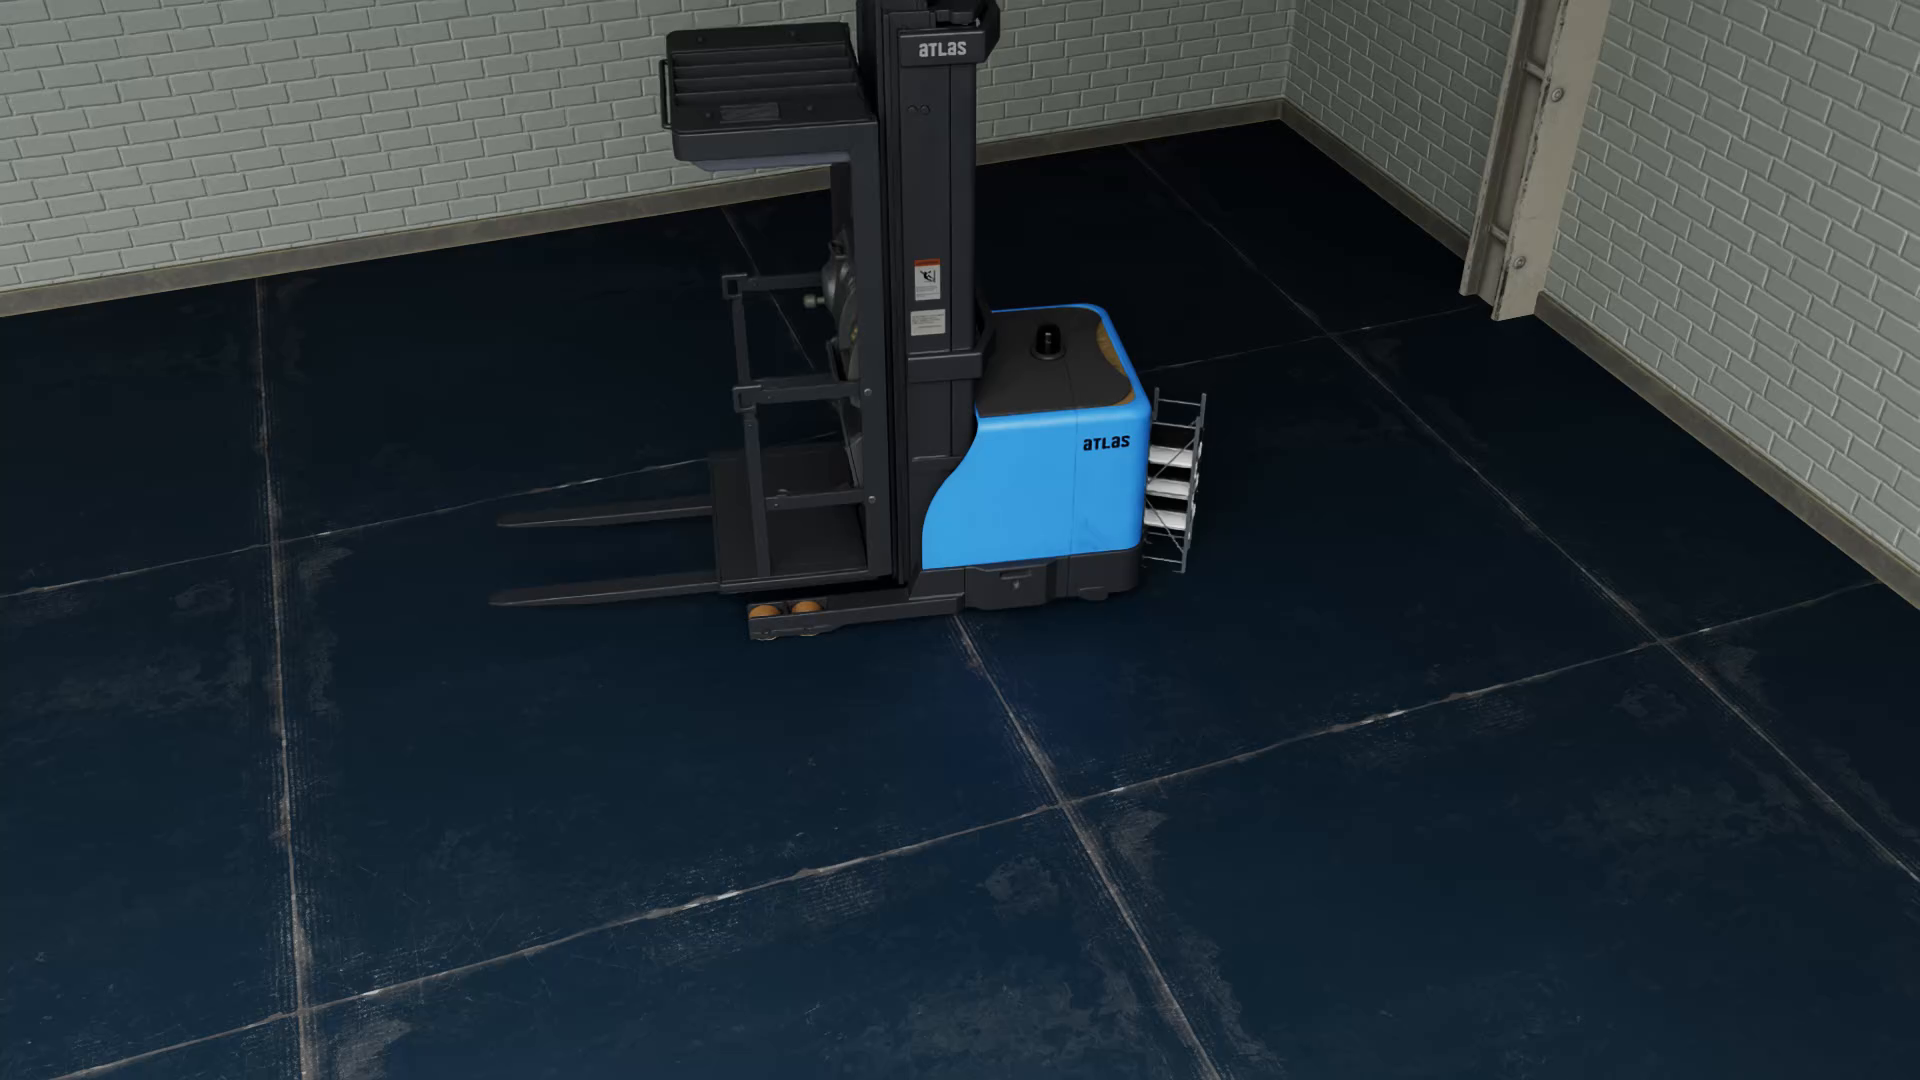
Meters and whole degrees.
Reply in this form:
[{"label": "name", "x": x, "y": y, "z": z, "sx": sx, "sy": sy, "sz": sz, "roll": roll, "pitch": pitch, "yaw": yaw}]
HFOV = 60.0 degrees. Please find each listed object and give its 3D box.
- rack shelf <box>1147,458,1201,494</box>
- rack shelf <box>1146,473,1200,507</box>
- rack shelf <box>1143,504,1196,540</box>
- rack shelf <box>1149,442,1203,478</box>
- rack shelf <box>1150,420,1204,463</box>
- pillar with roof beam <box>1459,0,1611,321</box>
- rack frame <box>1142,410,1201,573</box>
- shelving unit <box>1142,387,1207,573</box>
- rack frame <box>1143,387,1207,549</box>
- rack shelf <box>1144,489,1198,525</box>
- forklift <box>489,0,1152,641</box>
[{"label": "rack shelf", "x": 1.003, "y": -0.321, "z": 7.894, "sx": 0.258, "sy": 0.077, "sz": 0.200, "roll": 8, "pitch": 38, "yaw": 11}, {"label": "rack shelf", "x": 1.003, "y": -0.249, "z": 7.948, "sx": 0.258, "sy": 0.077, "sz": 0.200, "roll": 8, "pitch": 38, "yaw": 11}, {"label": "rack shelf", "x": 1.003, "y": -0.105, "z": 8.056, "sx": 0.258, "sy": 0.077, "sz": 0.200, "roll": 8, "pitch": 38, "yaw": 11}, {"label": "rack shelf", "x": 1.003, "y": -0.393, "z": 7.840, "sx": 0.258, "sy": 0.077, "sz": 0.200, "roll": 8, "pitch": 38, "yaw": 11}, {"label": "rack shelf", "x": 1.003, "y": -0.465, "z": 7.786, "sx": 0.258, "sy": 0.077, "sz": 0.200, "roll": 8, "pitch": 38, "yaw": 11}, {"label": "pillar with roof beam", "x": -0.723, "y": -4.171, "z": 6.368, "sx": 9.100, "sy": 9.000, "sz": 0.400, "roll": -12, "pitch": 39, "yaw": -16}, {"label": "rack frame", "x": 0.979, "y": -0.216, "z": 7.849, "sx": 0.240, "sy": 0.900, "sz": 0.006, "roll": 8, "pitch": 38, "yaw": 11}, {"label": "shelving unit", "x": 1.003, "y": -0.275, "z": 7.928, "sx": 0.258, "sy": 0.900, "sz": 0.210, "roll": 8, "pitch": 38, "yaw": 11}, {"label": "rack frame", "x": 1.027, "y": -0.335, "z": 8.007, "sx": 0.240, "sy": 0.900, "sz": 0.006, "roll": 8, "pitch": 38, "yaw": 11}, {"label": "rack shelf", "x": 1.003, "y": -0.177, "z": 8.002, "sx": 0.258, "sy": 0.077, "sz": 0.200, "roll": 8, "pitch": 38, "yaw": 11}, {"label": "forklift", "x": -0.700, "y": -1.047, "z": 7.264, "sx": 3.031, "sy": 2.935, "sz": 1.130, "roll": -6, "pitch": 37, "yaw": -7}]
